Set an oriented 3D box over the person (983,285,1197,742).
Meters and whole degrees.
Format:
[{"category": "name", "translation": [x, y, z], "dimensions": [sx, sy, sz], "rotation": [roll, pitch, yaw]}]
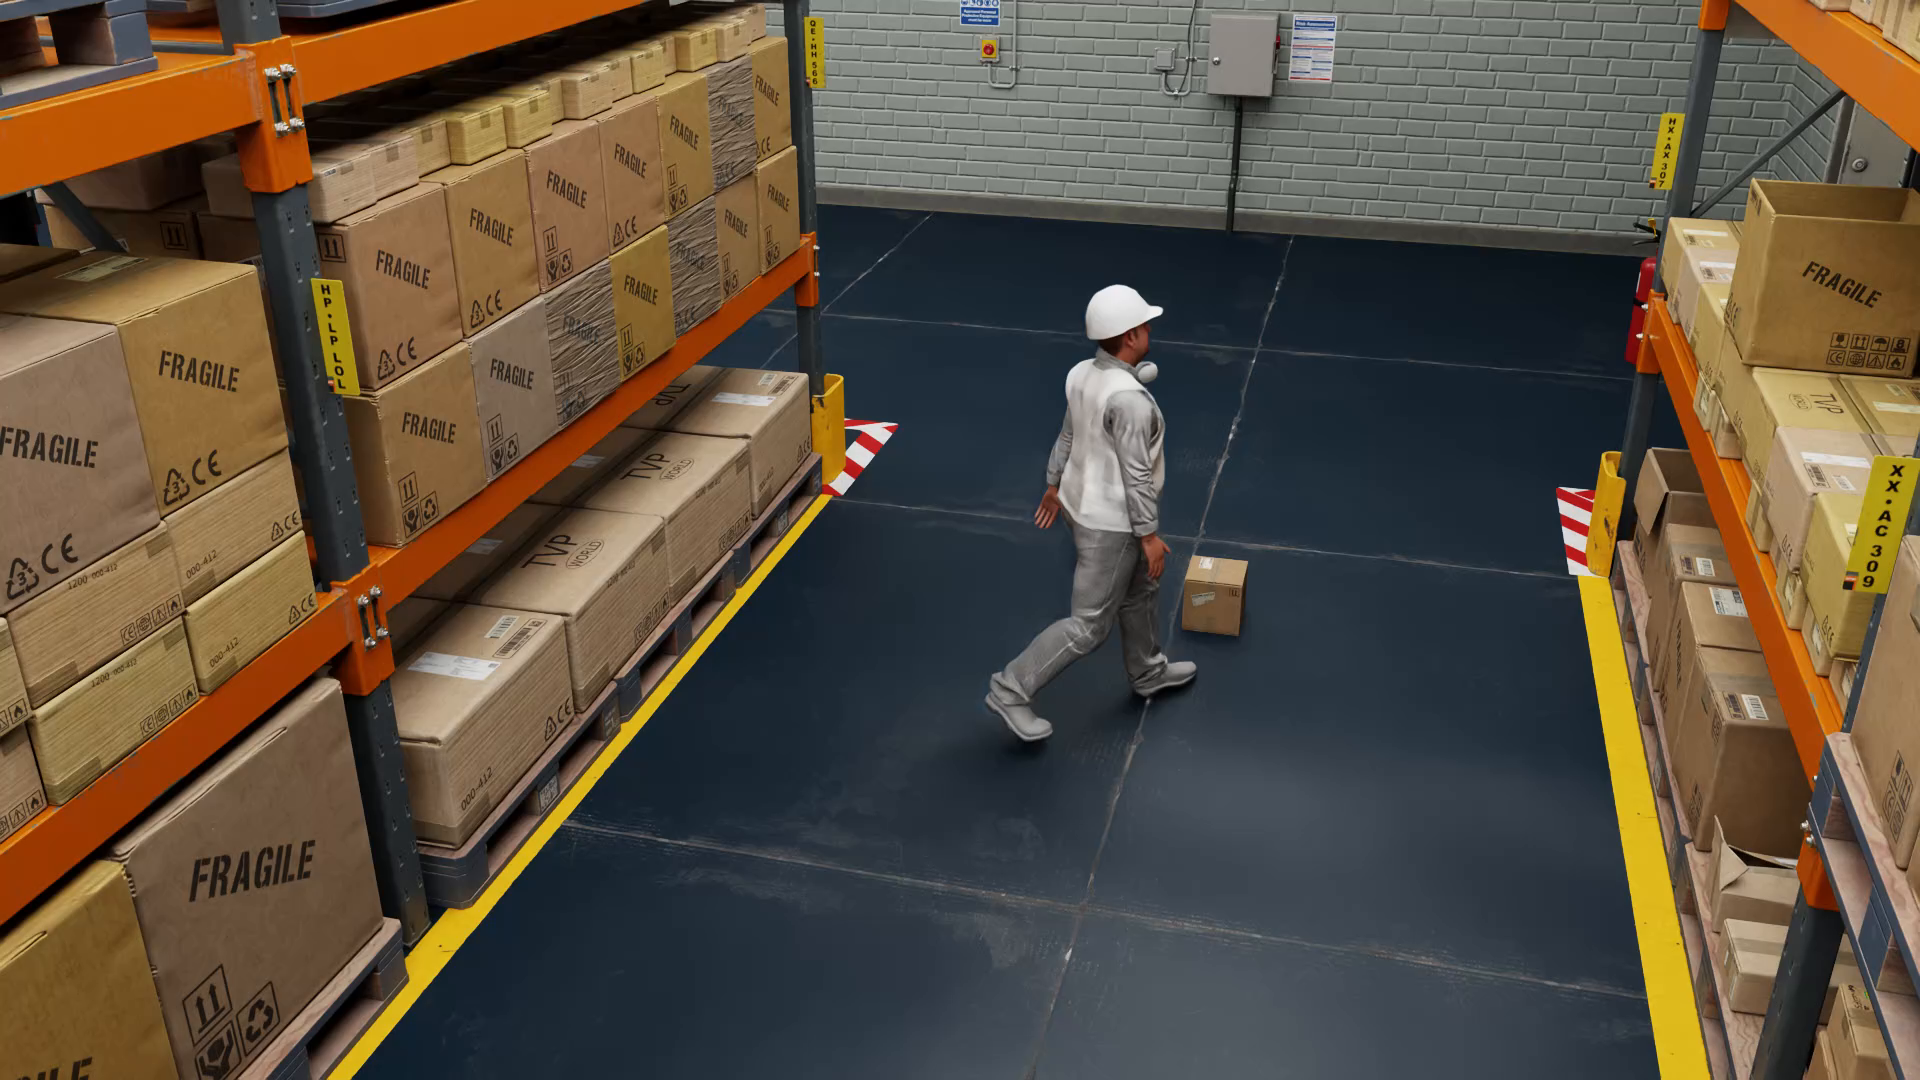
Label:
[{"category": "person", "translation": [0.536, -0.115, 6.334], "dimensions": [0.976, 1.738, 0.640], "rotation": [-7, 26, -14]}]
